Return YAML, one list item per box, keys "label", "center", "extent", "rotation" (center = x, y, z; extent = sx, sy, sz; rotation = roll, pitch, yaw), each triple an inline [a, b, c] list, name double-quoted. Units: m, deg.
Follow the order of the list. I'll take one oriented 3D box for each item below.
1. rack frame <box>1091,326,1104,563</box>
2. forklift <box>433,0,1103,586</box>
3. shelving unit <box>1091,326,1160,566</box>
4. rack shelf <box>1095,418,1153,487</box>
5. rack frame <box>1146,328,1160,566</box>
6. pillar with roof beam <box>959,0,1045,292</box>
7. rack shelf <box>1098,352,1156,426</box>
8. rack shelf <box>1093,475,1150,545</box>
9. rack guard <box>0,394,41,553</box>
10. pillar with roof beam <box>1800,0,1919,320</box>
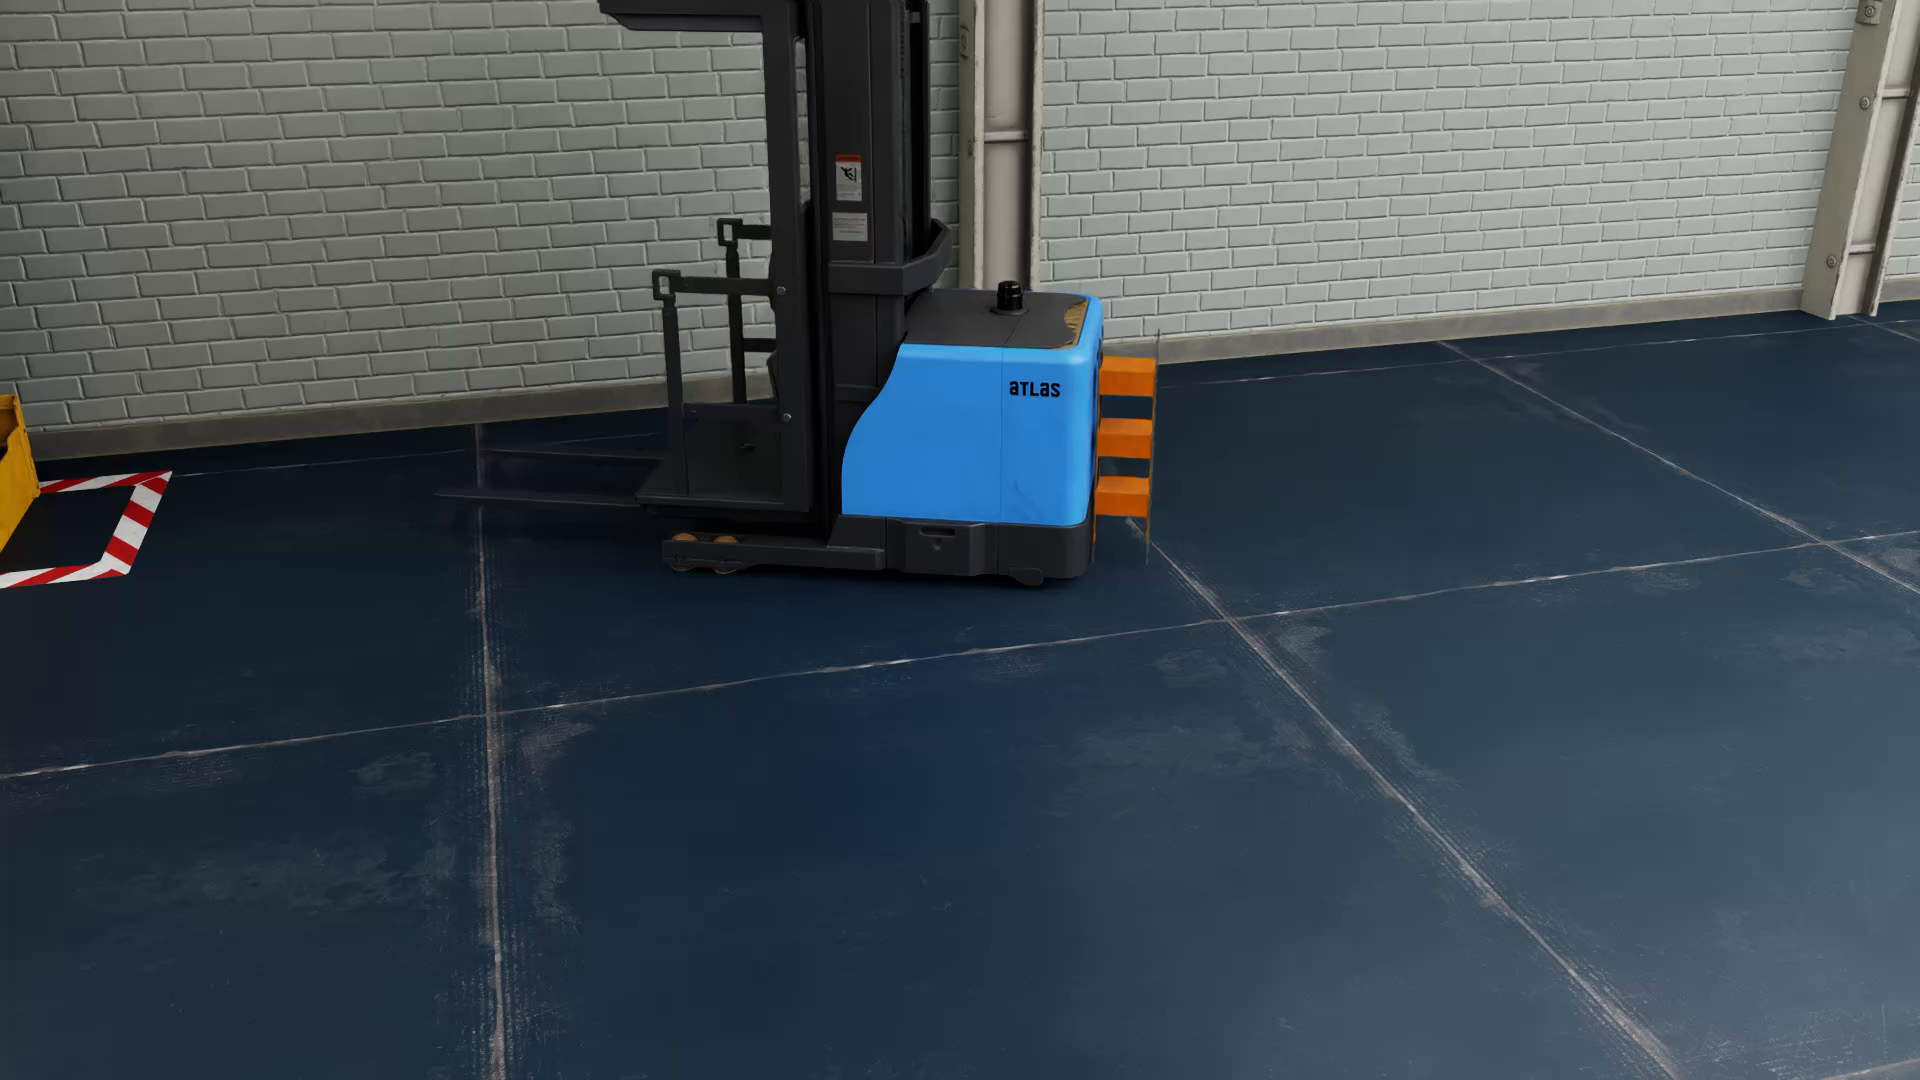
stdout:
- label: "rack frame"
  center: [0.611, -0.416, 7.389]
  extent: [0.008, 1.050, 0.200]
  rotation: [3, 23, 7]
- label: "forklift"
  center: [-0.888, -1.397, 7.289]
  extent: [3.031, 2.935, 1.130]
  rotation: [3, 23, 7]
- label: "shelving unit"
  center: [0.732, -0.410, 7.373]
  extent: [0.252, 1.050, 0.215]
  rotation: [3, 23, 7]
- label: "rack shelf"
  center: [0.732, -0.400, 7.377]
  extent: [0.240, 0.259, 0.215]
  rotation: [3, 23, 7]
- label: "rack frame"
  center: [0.853, -0.403, 7.357]
  extent: [0.008, 1.050, 0.200]
  rotation: [3, 23, 7]
- label: "pillar with roof beam"
  center: [1.389, -3.425, 4.319]
  extent: [0.400, 9.000, 9.100]
  rotation: [-6, 24, -14]
- label: "rack shelf"
  center: [0.732, -0.661, 7.265]
  extent: [0.240, 0.259, 0.215]
  rotation: [3, 23, 7]
- label: "rack shelf"
  center: [0.732, -0.144, 7.487]
  extent: [0.240, 0.259, 0.215]
  rotation: [3, 23, 7]
- label: "rack guard"
  center: [-4.614, -0.249, 7.696]
  extent: [0.348, 0.500, 1.175]
  rotation: [-6, 24, -14]
- label: "pillar with roof beam"
  center: [7.166, -4.064, 5.809]
  extent: [0.400, 9.000, 9.100]
  rotation: [-6, 24, -14]
